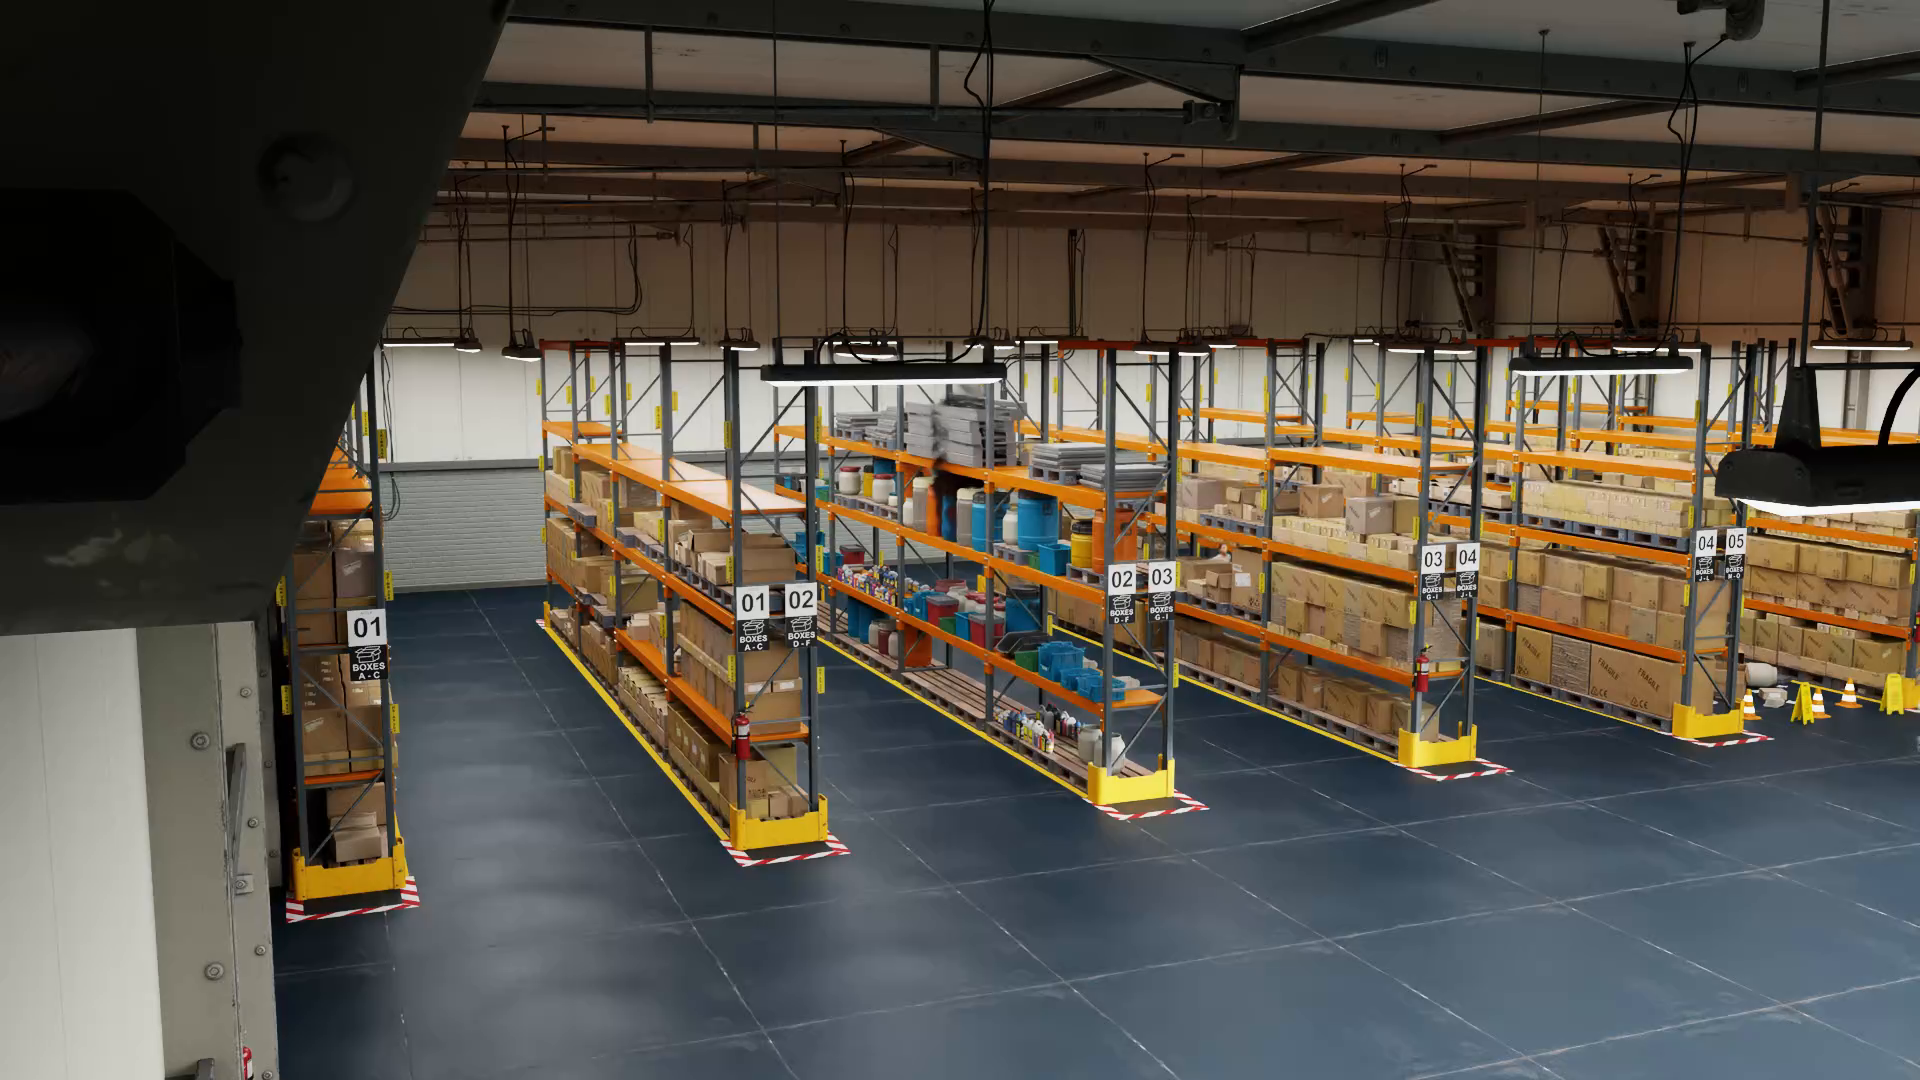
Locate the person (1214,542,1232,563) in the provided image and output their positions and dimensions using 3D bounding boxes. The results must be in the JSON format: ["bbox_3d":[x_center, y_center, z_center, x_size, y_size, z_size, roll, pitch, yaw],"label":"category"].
[{"bbox_3d":[5.645,0.889,35.533,0.530,1.699,0.714,-2,8,-14],"label":"person"}]

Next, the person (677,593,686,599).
[{"bbox_3d":[-5.510,1.112,33.856,0.730,1.706,0.610,-6,10,-40],"label":"person"}]
